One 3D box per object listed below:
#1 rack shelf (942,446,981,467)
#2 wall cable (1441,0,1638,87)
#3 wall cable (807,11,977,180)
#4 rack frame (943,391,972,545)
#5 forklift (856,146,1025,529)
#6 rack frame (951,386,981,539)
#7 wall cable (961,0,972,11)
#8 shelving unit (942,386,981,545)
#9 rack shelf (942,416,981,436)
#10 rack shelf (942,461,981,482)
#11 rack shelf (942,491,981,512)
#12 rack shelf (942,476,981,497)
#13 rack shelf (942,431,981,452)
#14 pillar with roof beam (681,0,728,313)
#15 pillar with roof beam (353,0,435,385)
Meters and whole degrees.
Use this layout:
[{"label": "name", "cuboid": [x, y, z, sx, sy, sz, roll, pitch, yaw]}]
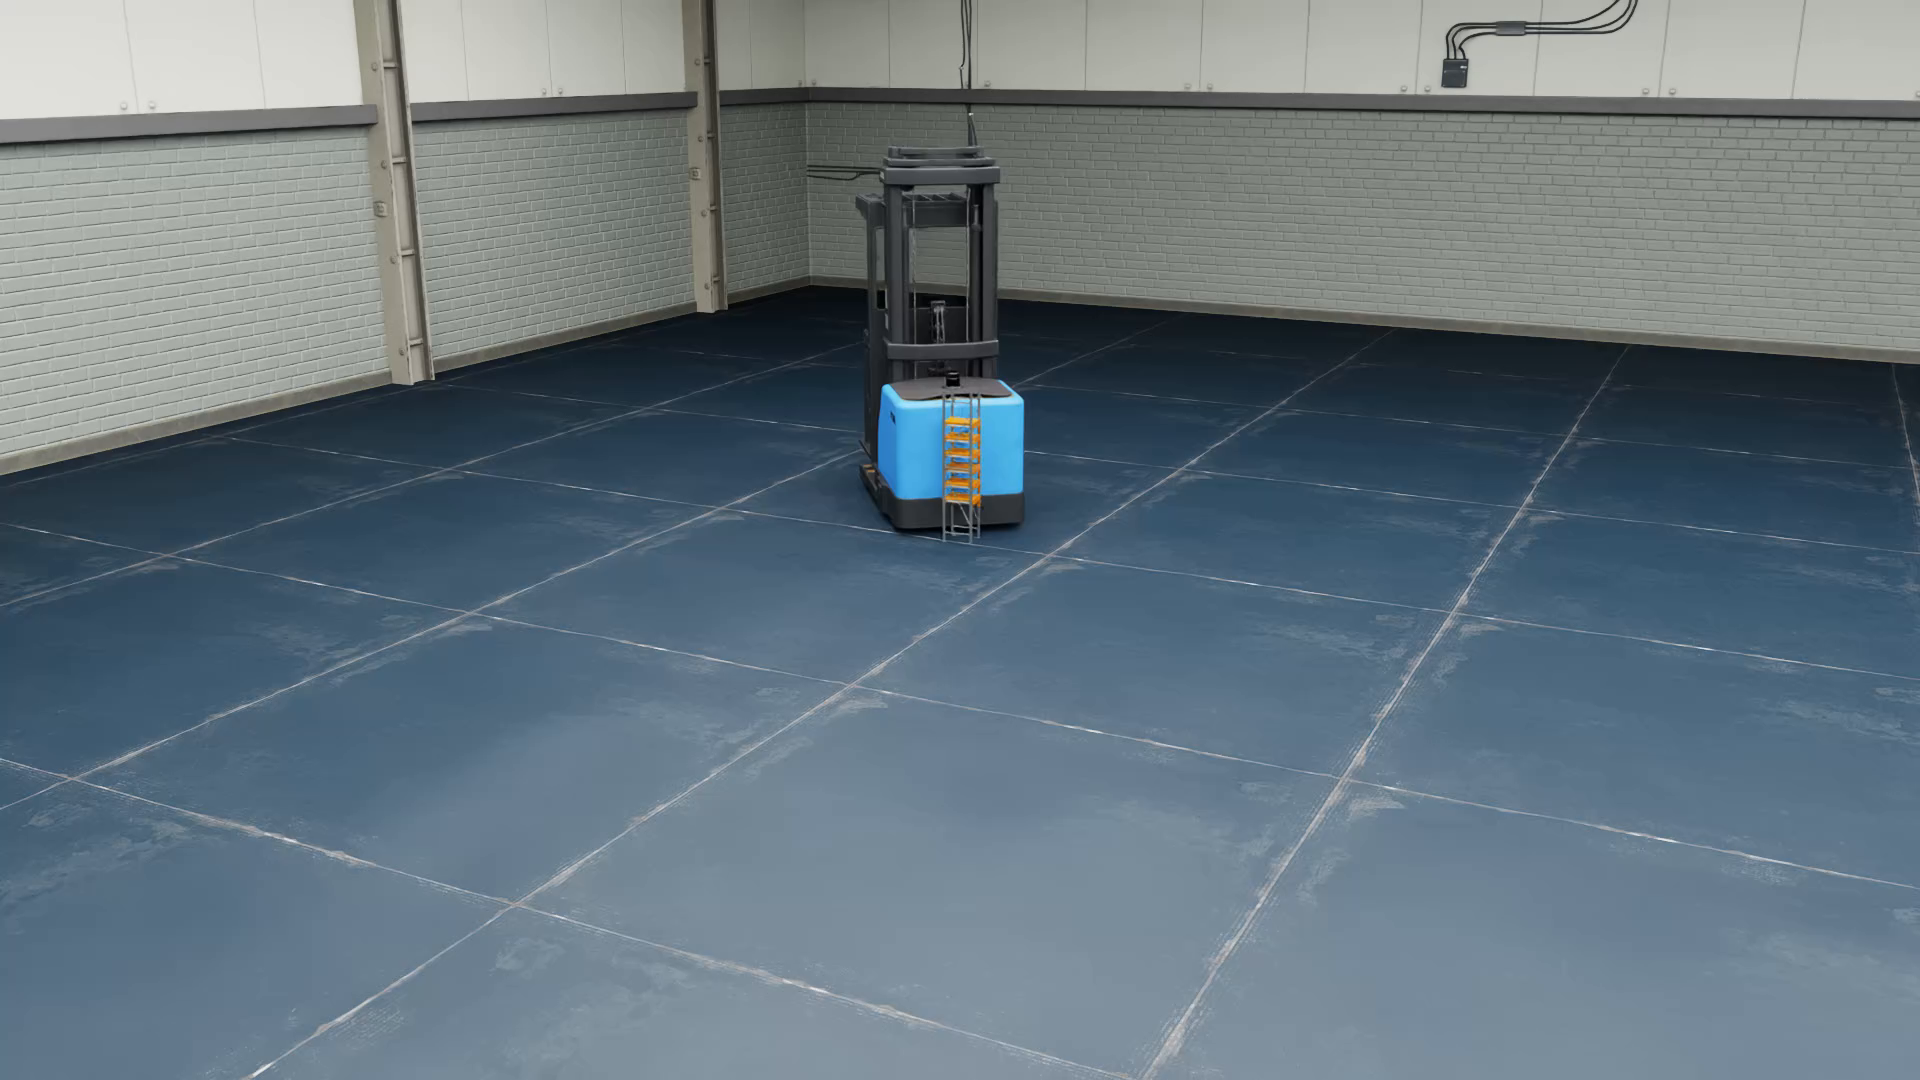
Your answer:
[{"label": "rack shelf", "cuboid": [0.012, -0.644, 12.818, 0.258, 0.103, 0.180, 6, 18, 19]}, {"label": "wall cable", "cuboid": [7.349, -8.677, 20.461, 2.305, 6.003, 0.169, 8, 18, 25]}, {"label": "wall cable", "cuboid": [-1.136, -6.770, 25.467, 3.097, 2.526, 0.112, 8, 18, 25]}, {"label": "rack frame", "cuboid": [-0.020, -0.547, 12.757, 0.240, 1.200, 0.006, 6, 18, 19]}, {"label": "forklift", "cuboid": [-0.275, -1.870, 14.172, 1.130, 2.935, 3.031, -3, 17, -11]}, {"label": "rack frame", "cuboid": [0.043, -0.596, 12.922, 0.240, 1.200, 0.006, 6, 18, 19]}, {"label": "wall cable", "cuboid": [1.284, -8.847, 23.589, 3.097, 2.526, 0.112, 8, 18, 25]}, {"label": "shelving unit", "cuboid": [0.012, -0.571, 12.840, 0.258, 1.200, 0.189, 6, 18, 19]}, {"label": "rack shelf", "cuboid": [0.012, -0.874, 12.750, 0.258, 0.103, 0.180, 6, 18, 19]}, {"label": "rack shelf", "cuboid": [0.012, -0.529, 12.852, 0.258, 0.103, 0.180, 6, 18, 19]}, {"label": "rack shelf", "cuboid": [0.012, -0.298, 12.921, 0.258, 0.103, 0.180, 6, 18, 19]}, {"label": "rack shelf", "cuboid": [0.012, -0.413, 12.887, 0.258, 0.103, 0.180, 6, 18, 19]}, {"label": "rack shelf", "cuboid": [0.012, -0.759, 12.784, 0.258, 0.103, 0.180, 6, 18, 19]}, {"label": "pillar with roof beam", "cuboid": [0.215, -7.129, 21.221, 9.100, 9.000, 0.400, 8, 18, 25]}, {"label": "pillar with roof beam", "cuboid": [-2.466, -5.601, 16.075, 9.100, 9.000, 0.400, 8, 18, 25]}]
